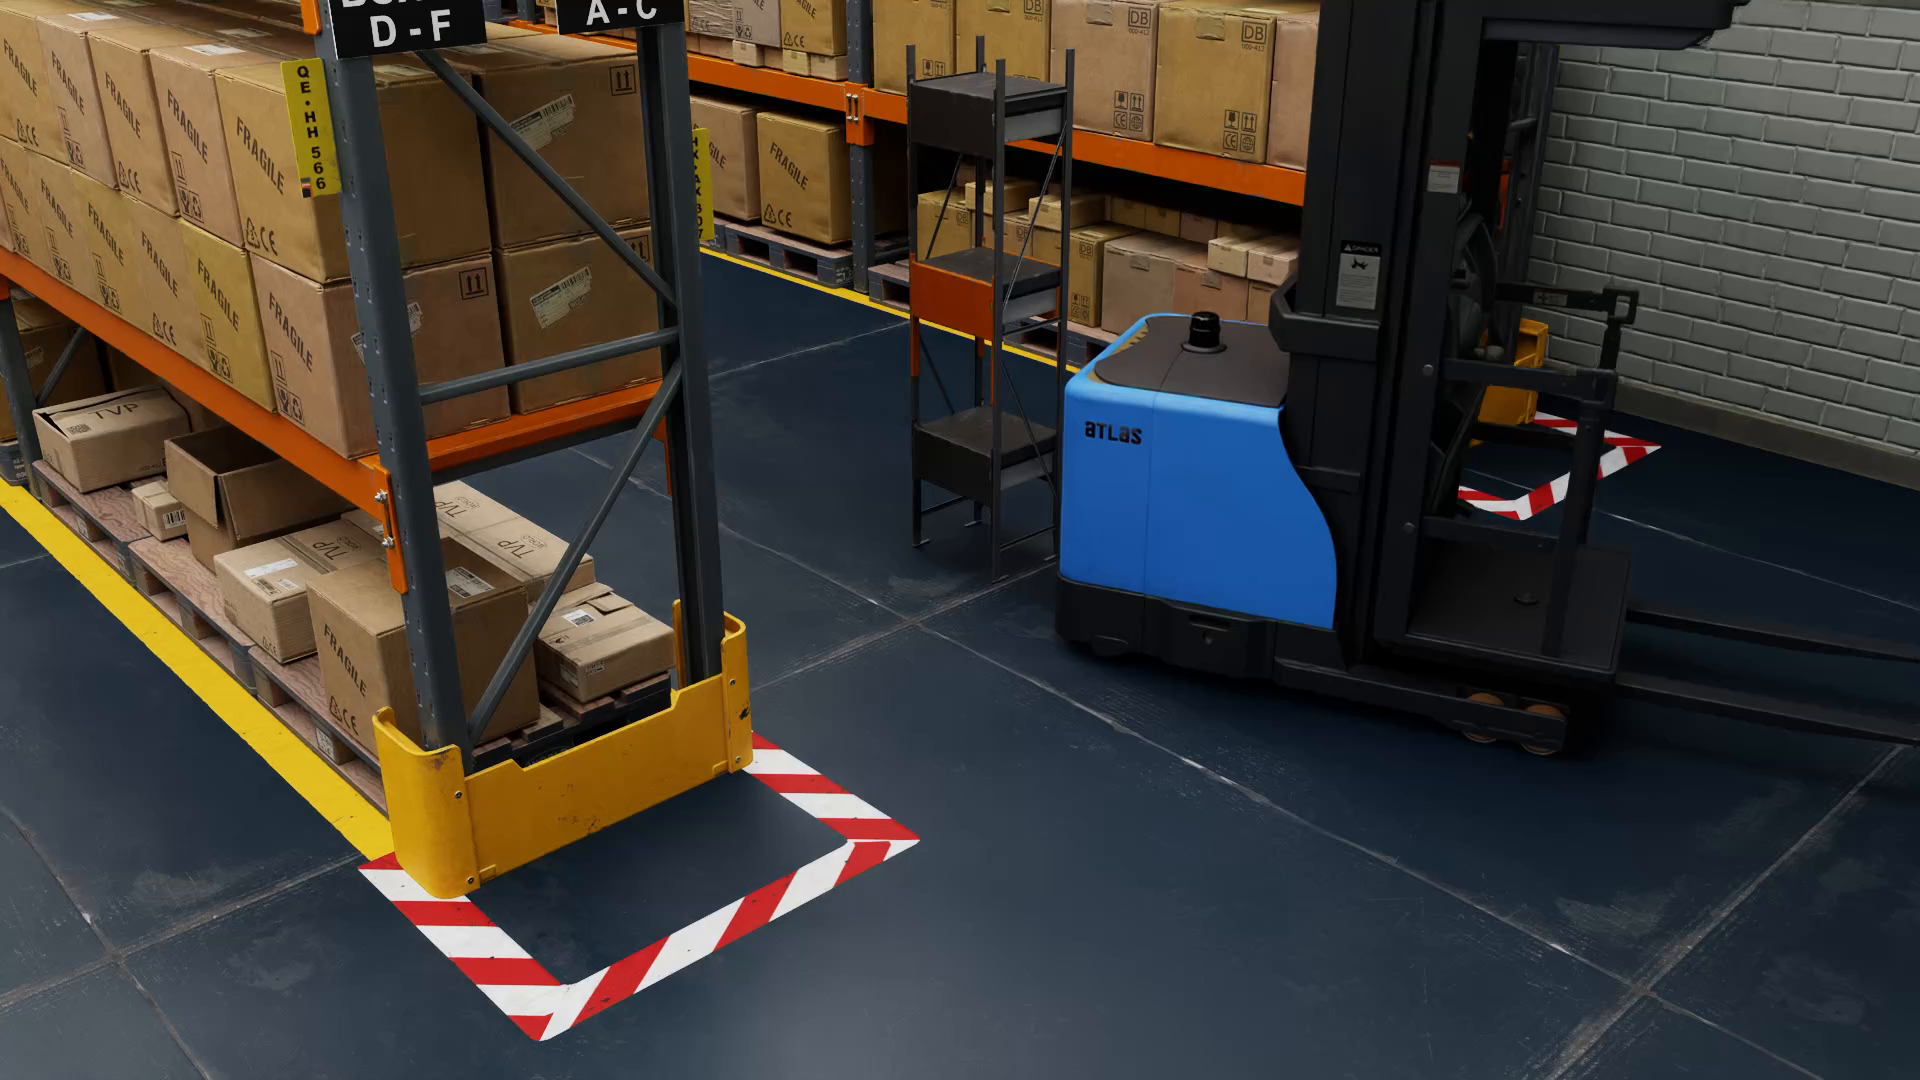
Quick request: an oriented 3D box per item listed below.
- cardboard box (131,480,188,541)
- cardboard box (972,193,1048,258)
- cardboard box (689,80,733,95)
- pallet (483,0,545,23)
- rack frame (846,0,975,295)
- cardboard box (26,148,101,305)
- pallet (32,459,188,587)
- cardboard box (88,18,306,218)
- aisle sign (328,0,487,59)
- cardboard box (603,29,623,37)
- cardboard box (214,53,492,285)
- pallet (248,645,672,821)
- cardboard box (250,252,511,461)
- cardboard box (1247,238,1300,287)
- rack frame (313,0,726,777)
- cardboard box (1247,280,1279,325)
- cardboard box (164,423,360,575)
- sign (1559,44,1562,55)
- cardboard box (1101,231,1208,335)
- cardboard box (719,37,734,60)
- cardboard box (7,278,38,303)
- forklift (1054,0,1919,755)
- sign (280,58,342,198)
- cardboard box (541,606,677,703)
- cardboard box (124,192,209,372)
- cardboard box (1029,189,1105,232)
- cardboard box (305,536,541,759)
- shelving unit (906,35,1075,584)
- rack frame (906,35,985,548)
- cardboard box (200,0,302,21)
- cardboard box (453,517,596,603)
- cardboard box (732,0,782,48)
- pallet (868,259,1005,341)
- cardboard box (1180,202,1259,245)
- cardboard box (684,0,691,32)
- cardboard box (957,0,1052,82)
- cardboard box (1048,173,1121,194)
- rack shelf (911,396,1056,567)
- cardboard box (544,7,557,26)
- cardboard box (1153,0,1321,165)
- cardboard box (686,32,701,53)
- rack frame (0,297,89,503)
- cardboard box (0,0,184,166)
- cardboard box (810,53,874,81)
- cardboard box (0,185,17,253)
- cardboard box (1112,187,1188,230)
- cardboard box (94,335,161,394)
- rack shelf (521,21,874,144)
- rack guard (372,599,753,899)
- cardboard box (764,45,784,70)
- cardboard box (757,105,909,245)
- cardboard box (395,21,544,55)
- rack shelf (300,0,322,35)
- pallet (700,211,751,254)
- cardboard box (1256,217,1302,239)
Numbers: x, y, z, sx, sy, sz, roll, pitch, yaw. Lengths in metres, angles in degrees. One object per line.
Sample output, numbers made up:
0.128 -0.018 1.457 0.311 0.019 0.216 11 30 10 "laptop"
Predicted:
-3.171 -0.160 6.871 0.380 0.166 0.250 -21 32 -38 "cardboard box"
0.493 -1.748 9.974 0.700 0.500 0.500 -22 32 -39 "cardboard box"
-2.018 -3.001 12.298 0.750 0.750 0.750 -21 32 -39 "cardboard box"
-3.584 -4.414 13.542 1.213 0.211 1.003 -21 32 -38 "pallet"
-0.285 -3.103 10.438 1.000 3.000 0.127 -21 32 -38 "rack frame"
-3.056 -1.204 6.155 0.500 0.500 0.500 -21 32 -39 "cardboard box"
-3.429 -0.220 7.478 1.003 0.211 1.213 -21 32 -38 "pallet"
-2.373 -1.351 5.272 0.500 0.500 0.500 -20 31 -37 "cardboard box"
-1.341 -1.560 3.924 0.394 0.787 0.004 -21 32 -38 "aisle sign"
-2.415 -3.820 12.288 0.380 0.149 0.250 -22 32 -39 "cardboard box"
-1.669 -1.042 4.595 0.500 0.500 0.500 -22 32 -39 "cardboard box"
-1.762 0.520 5.857 1.003 0.211 1.213 -21 32 -38 "pallet"
-1.669 -0.589 4.807 0.500 0.500 0.500 -20 31 -37 "cardboard box"
1.677 -1.411 8.454 0.380 0.149 0.250 -22 32 -39 "cardboard box"
-1.164 -0.485 4.699 1.000 3.000 0.127 -21 32 -38 "rack frame"
1.898 -1.129 8.616 0.700 0.500 0.500 -21 32 -38 "cardboard box"
-2.610 -0.194 6.538 0.797 0.503 0.637 -21 32 -38 "cardboard box"
2.858 -2.477 7.927 0.100 0.325 0.005 -21 32 -38 "sign"
1.212 -1.433 9.282 0.500 0.500 0.700 23 33 40 "cardboard box"
-1.398 -3.337 11.230 0.380 0.149 0.250 -21 32 -38 "cardboard box"
-4.776 -0.980 8.266 0.500 0.500 0.500 -21 32 -38 "cardboard box"
1.922 -0.854 5.592 3.031 2.935 1.130 10 27 22 "forklift"
-1.583 -1.004 4.061 0.100 0.325 0.005 -21 32 -38 "sign"
-1.199 0.388 5.691 0.380 0.149 0.250 -21 32 -38 "cardboard box"
-2.363 -0.898 5.484 0.500 0.500 0.500 -21 32 -38 "cardboard box"
0.609 -1.883 9.488 0.380 0.149 0.250 -22 33 -40 "cardboard box"
-1.716 0.357 5.335 0.500 0.500 0.500 -21 32 -38 "cardboard box"
0.113 -0.905 6.704 0.431 2.100 0.503 -21 32 -38 "shelving unit"
-0.054 -0.979 6.866 0.400 2.100 0.015 -21 32 -38 "rack frame"
-2.324 -1.657 5.944 0.500 0.500 0.500 -22 32 -39 "cardboard box"
-1.670 0.169 6.048 0.500 0.250 0.500 -21 32 -38 "cardboard box"
-1.140 -3.513 10.834 0.500 0.500 0.500 -21 32 -38 "cardboard box"
0.178 -1.582 10.464 1.003 0.211 1.213 -21 32 -38 "pallet"
1.437 -1.749 9.194 0.380 0.149 0.250 -21 32 -38 "cardboard box"
-1.822 -3.818 11.502 0.500 0.500 0.500 -20 31 -37 "cardboard box"
0.569 -2.848 9.518 0.980 0.700 0.700 -22 33 -40 "cardboard box"
0.740 -2.058 9.872 0.380 0.149 0.250 -23 33 -40 "cardboard box"
0.113 -0.256 7.000 0.431 0.518 0.480 -21 32 -38 "rack shelf"
-2.963 -4.045 12.780 0.380 0.149 0.250 -22 32 -39 "cardboard box"
1.588 -2.397 8.528 0.980 0.700 0.700 -22 32 -39 "cardboard box"
-1.732 -3.501 11.589 0.380 0.149 0.250 -20 31 -37 "cardboard box"
-3.898 -1.697 7.356 1.000 3.000 0.127 -21 32 -38 "rack frame"
-3.077 -1.663 5.955 0.500 0.500 0.500 -22 33 -40 "cardboard box"
-0.722 -3.020 10.535 0.380 0.149 0.250 -21 32 -38 "cardboard box"
-3.749 -1.511 6.827 0.500 0.500 0.500 -20 31 -37 "cardboard box"
1.089 -1.903 9.532 0.380 0.149 0.250 -22 32 -39 "cardboard box"
-4.051 -0.975 8.256 0.500 0.500 0.500 22 33 39 "cardboard box"
-1.652 -3.382 11.916 1.077 0.370 4.000 -21 32 -38 "rack shelf"
-1.216 0.629 5.268 1.175 0.500 0.348 -21 32 -38 "rack guard"
-1.056 -3.181 10.888 0.380 0.149 0.250 -20 31 -37 "cardboard box"
-0.824 -2.476 11.148 0.750 0.750 0.750 -21 32 -38 "cardboard box"
-1.638 -1.351 5.272 0.500 0.500 0.500 -21 32 -38 "cardboard box"
-2.531 -2.128 5.554 1.077 0.370 4.000 -21 32 -38 "rack shelf"
-1.705 -2.417 12.293 1.003 0.211 1.213 -21 32 -38 "pallet"
1.782 -1.596 8.859 0.380 0.149 0.250 -21 32 -38 "cardboard box"
